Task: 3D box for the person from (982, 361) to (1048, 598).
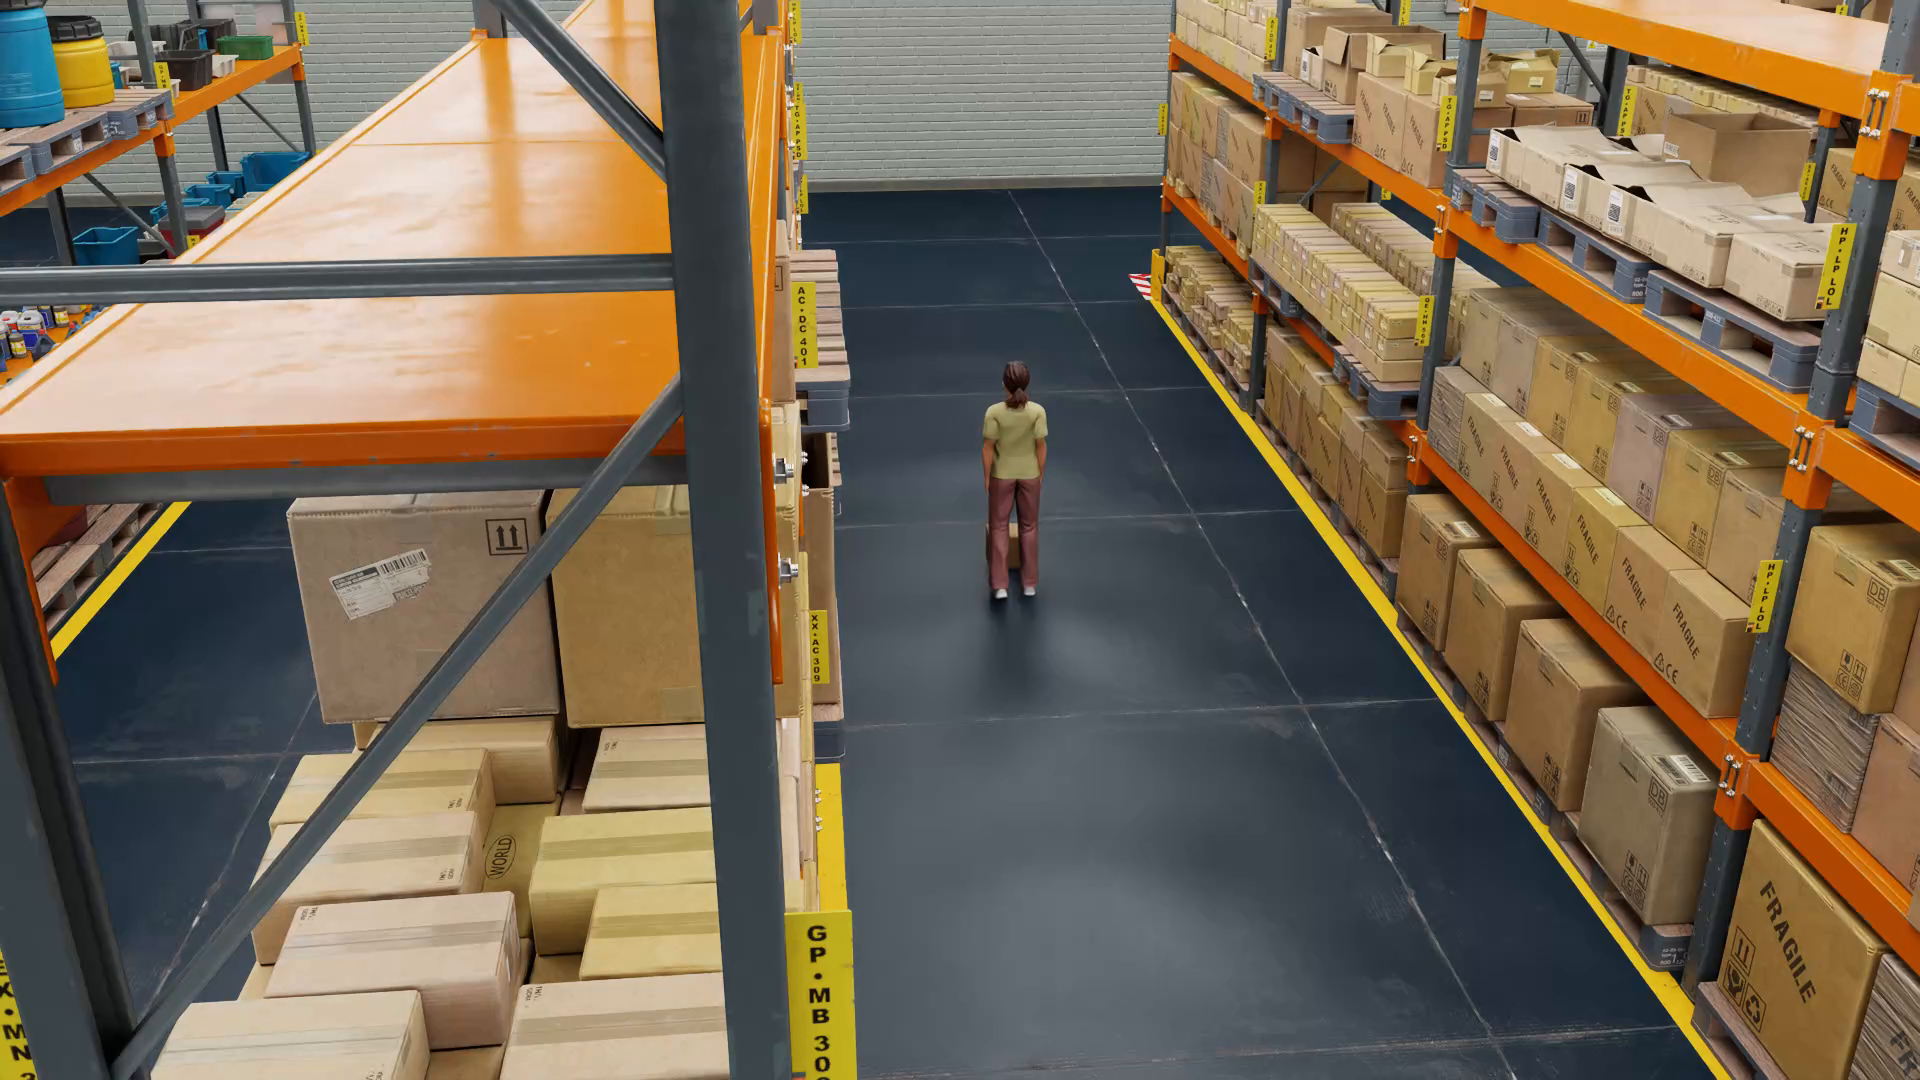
[{"bbox_3d":[0.363,-0.391,11.258,0.439,1.708,0.375,-2,24,-4],"label":"person"}]
